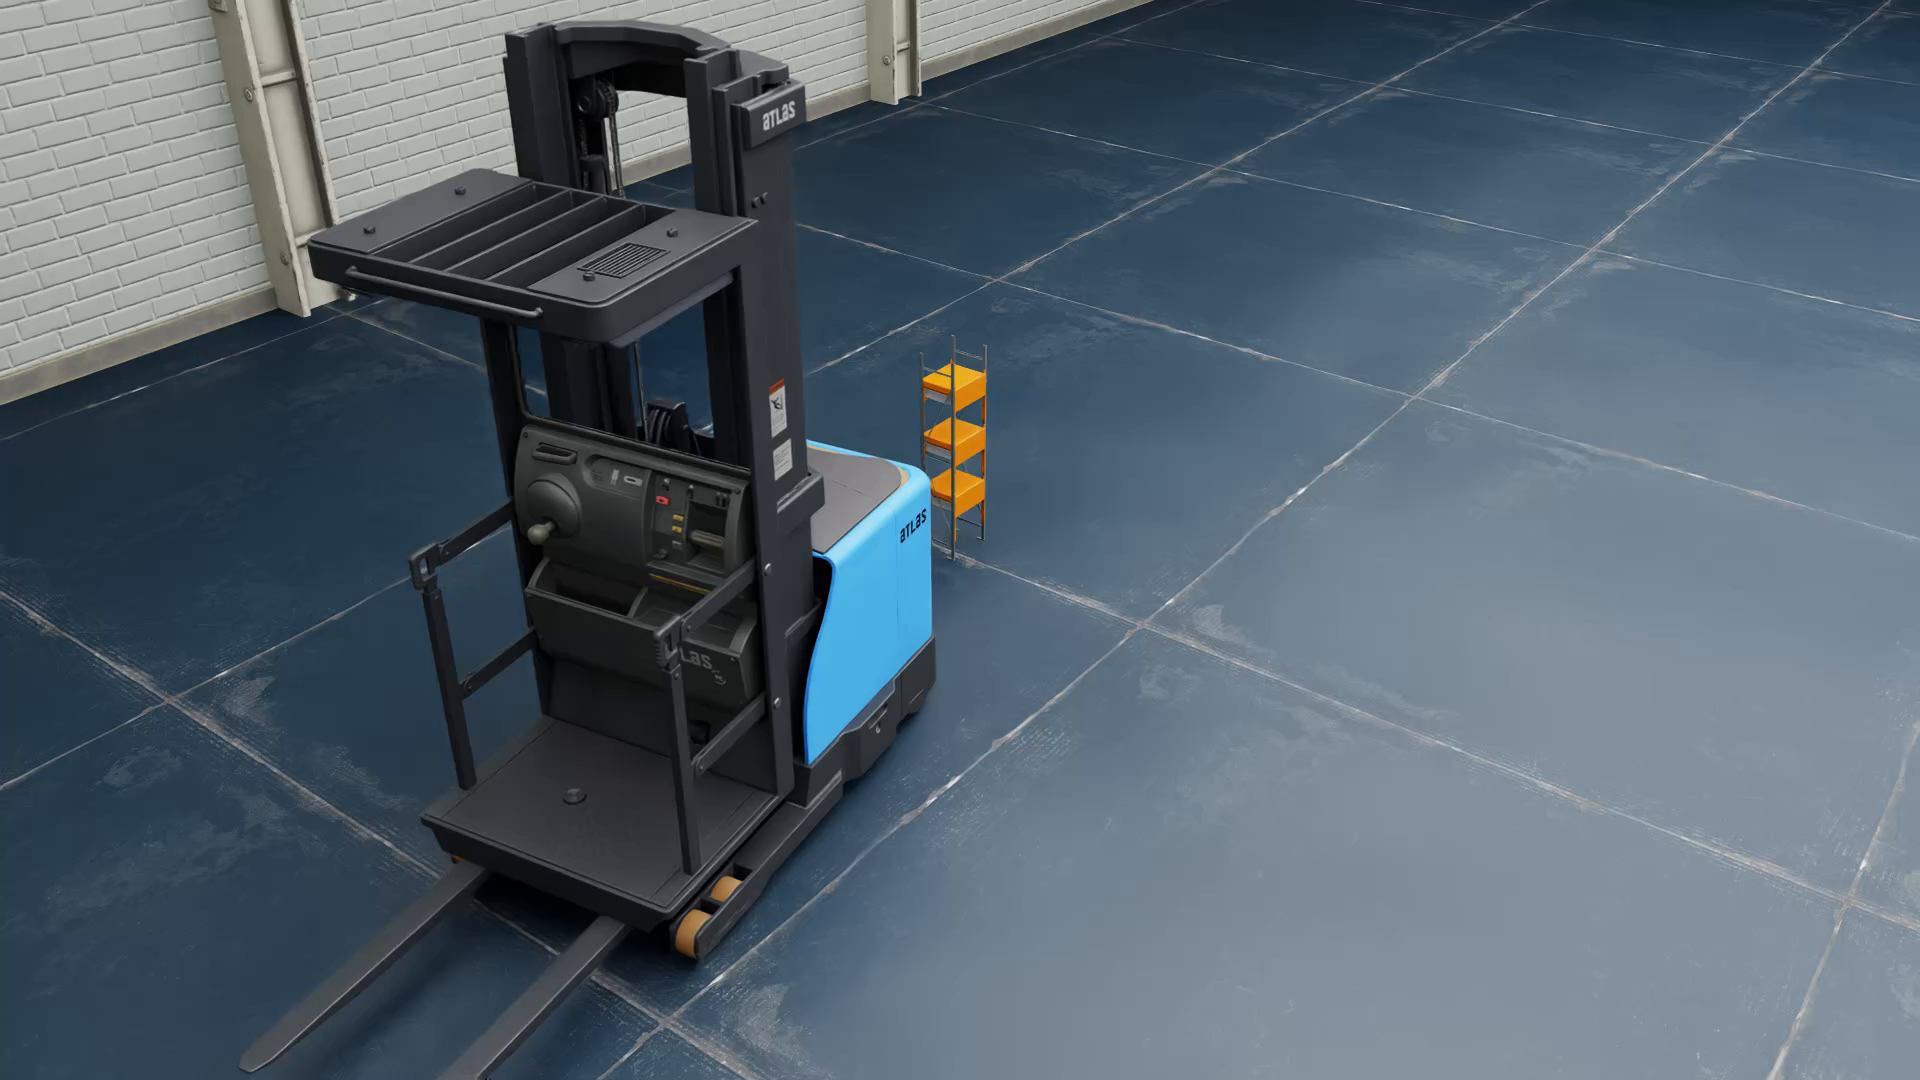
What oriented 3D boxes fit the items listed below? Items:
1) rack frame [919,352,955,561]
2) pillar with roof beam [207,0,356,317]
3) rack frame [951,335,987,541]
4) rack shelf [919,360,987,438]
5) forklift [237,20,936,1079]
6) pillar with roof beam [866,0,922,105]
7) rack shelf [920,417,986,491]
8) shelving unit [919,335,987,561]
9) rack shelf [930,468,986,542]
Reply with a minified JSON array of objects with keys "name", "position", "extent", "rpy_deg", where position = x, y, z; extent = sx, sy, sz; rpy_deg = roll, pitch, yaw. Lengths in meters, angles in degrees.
[{"name":"rack frame","position":[-0.106,-0.380,7.862],"extent":[0.200,1.050,0.008],"rpy_deg":[21,37,31]},{"name":"pillar with roof beam","position":[-0.775,-4.099,6.340],"extent":[9.100,9.000,0.400],"rpy_deg":[21,37,31]},{"name":"rack frame","position":[0.041,-0.479,8.029],"extent":[0.200,1.050,0.008],"rpy_deg":[21,37,31]},{"name":"rack shelf","position":[-0.032,-0.665,7.806],"extent":[0.215,0.259,0.240],"rpy_deg":[21,37,31]},{"name":"forklift","position":[-1.226,-0.065,5.484],"extent":[1.130,2.935,3.031],"rpy_deg":[15,34,23]},{"name":"pillar with roof beam","position":[2.847,-6.538,10.455],"extent":[9.100,9.000,0.400],"rpy_deg":[21,37,31]},{"name":"rack shelf","position":[-0.032,-0.421,7.951],"extent":[0.215,0.259,0.240],"rpy_deg":[21,37,31]},{"name":"shelving unit","position":[-0.032,-0.430,7.946],"extent":[0.215,1.050,0.252],"rpy_deg":[21,37,31]},{"name":"rack shelf","position":[-0.032,-0.182,8.093],"extent":[0.215,0.259,0.240],"rpy_deg":[21,37,31]}]
